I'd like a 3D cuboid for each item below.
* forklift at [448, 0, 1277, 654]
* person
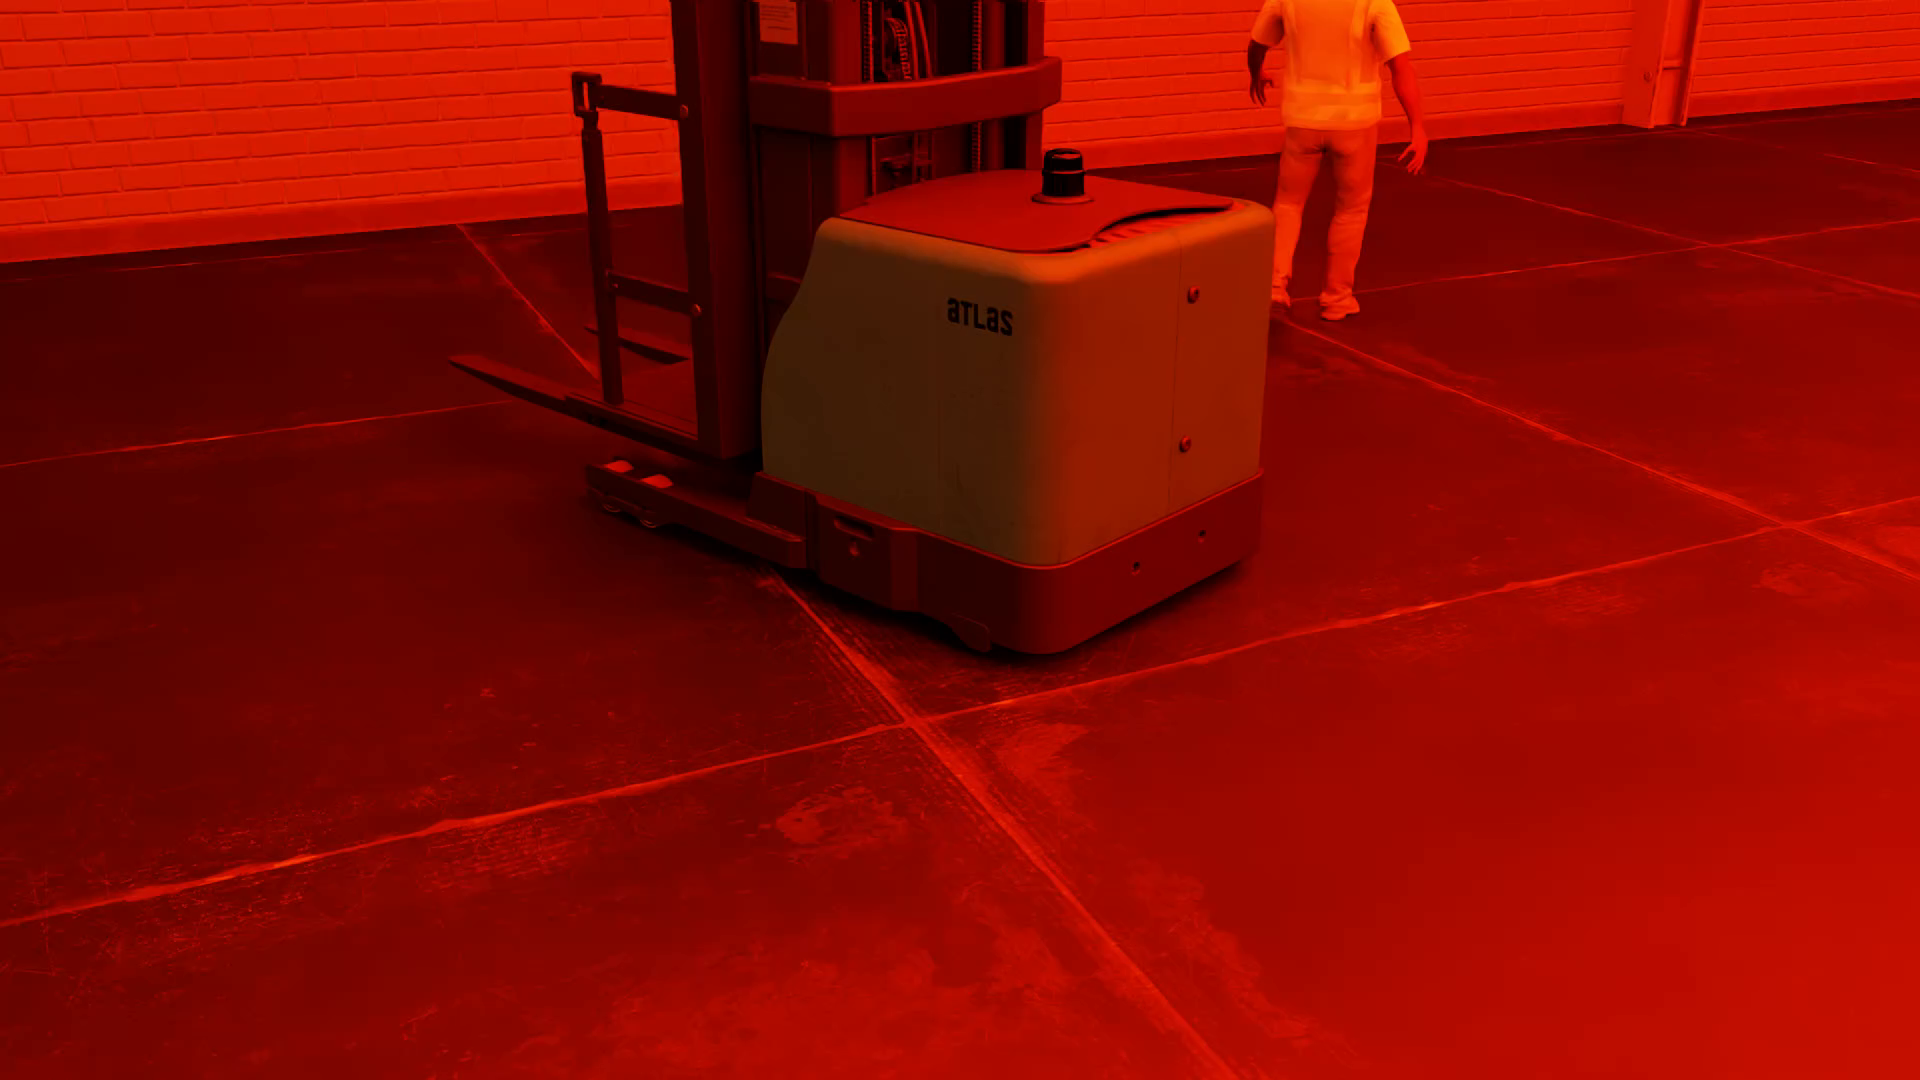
[{"bbox_3d":[-0.552,-1.520,4.945,3.031,2.935,1.130,19,29,39],"label":"forklift"},{"bbox_3d":[1.602,-1.800,7.165,0.907,1.746,0.684,11,25,25],"label":"person"}]
